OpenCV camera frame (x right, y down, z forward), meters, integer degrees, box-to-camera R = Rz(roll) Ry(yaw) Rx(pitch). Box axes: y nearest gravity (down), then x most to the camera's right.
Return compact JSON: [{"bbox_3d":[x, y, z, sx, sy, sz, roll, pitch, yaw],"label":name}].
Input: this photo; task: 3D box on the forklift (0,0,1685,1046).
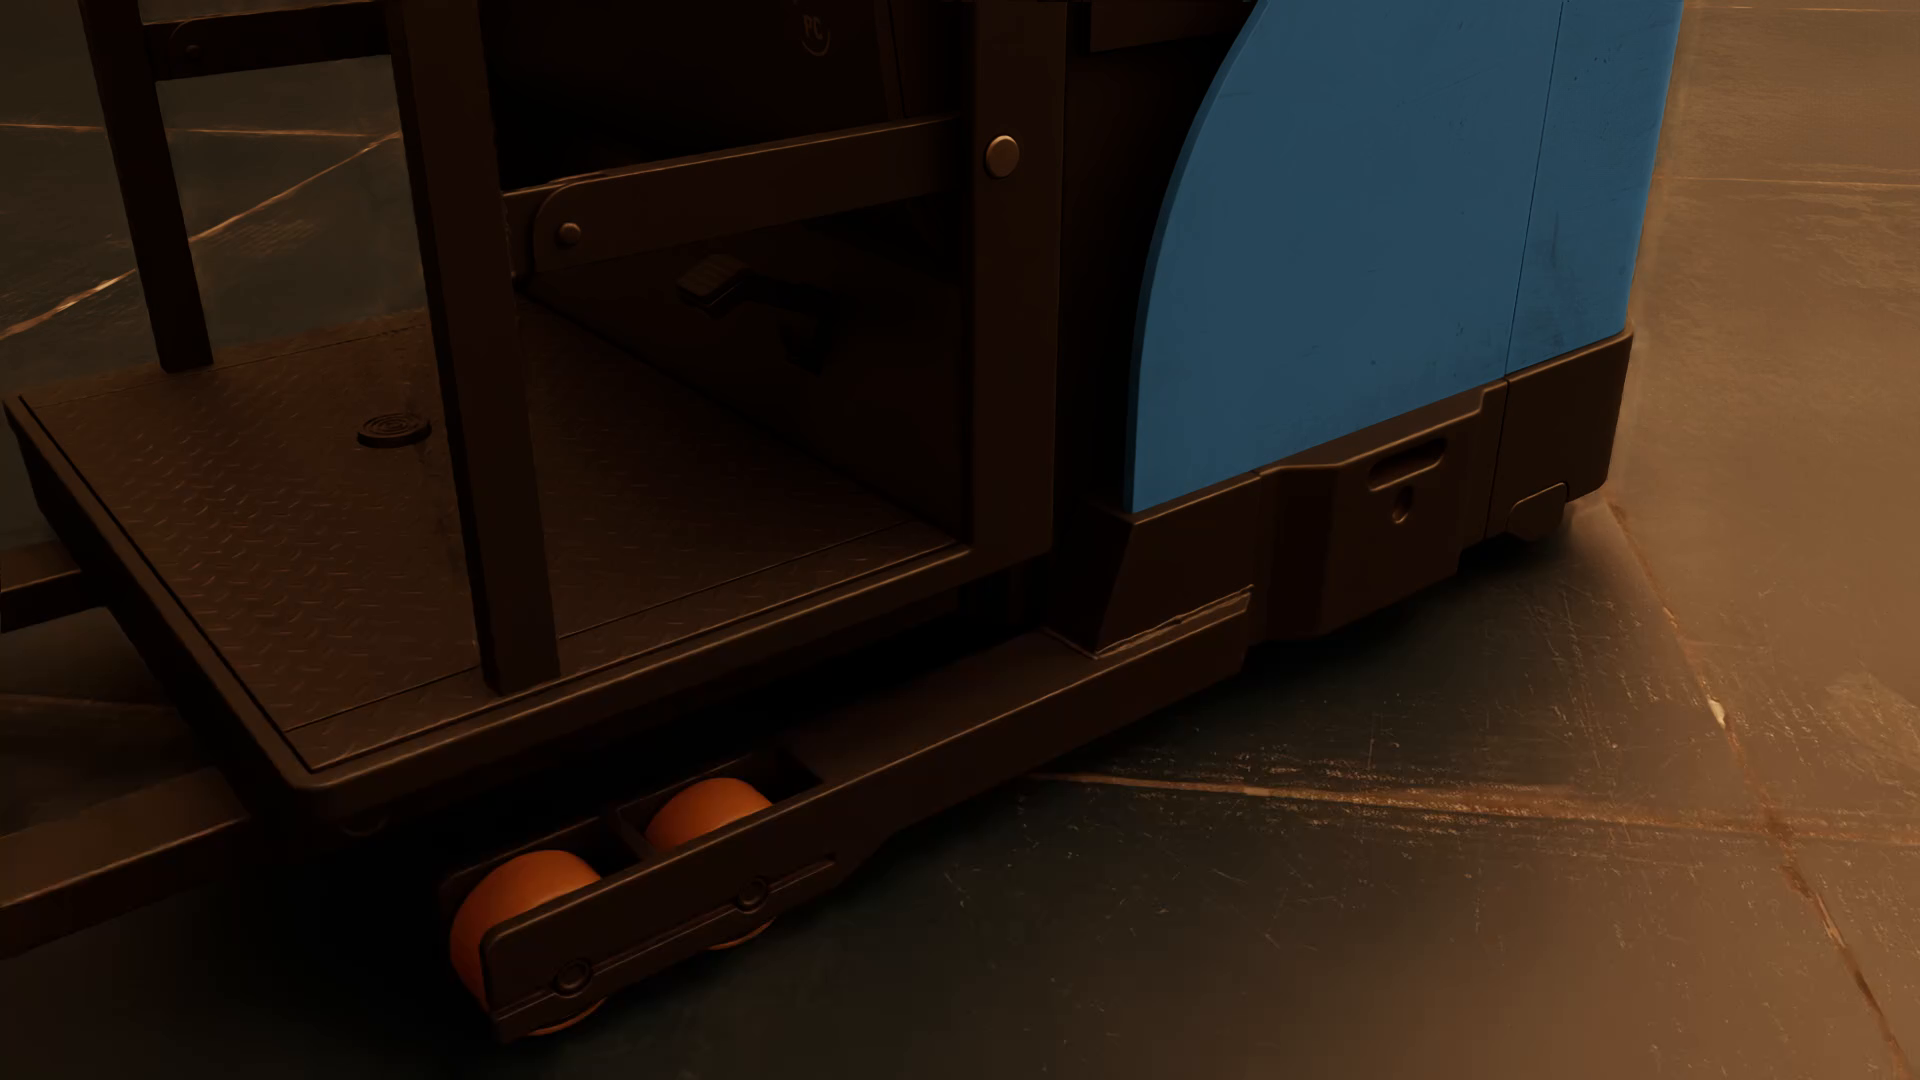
[{"bbox_3d":[-0.481,-1.114,1.449,3.031,2.935,1.130,-19,32,-34],"label":"forklift"}]
